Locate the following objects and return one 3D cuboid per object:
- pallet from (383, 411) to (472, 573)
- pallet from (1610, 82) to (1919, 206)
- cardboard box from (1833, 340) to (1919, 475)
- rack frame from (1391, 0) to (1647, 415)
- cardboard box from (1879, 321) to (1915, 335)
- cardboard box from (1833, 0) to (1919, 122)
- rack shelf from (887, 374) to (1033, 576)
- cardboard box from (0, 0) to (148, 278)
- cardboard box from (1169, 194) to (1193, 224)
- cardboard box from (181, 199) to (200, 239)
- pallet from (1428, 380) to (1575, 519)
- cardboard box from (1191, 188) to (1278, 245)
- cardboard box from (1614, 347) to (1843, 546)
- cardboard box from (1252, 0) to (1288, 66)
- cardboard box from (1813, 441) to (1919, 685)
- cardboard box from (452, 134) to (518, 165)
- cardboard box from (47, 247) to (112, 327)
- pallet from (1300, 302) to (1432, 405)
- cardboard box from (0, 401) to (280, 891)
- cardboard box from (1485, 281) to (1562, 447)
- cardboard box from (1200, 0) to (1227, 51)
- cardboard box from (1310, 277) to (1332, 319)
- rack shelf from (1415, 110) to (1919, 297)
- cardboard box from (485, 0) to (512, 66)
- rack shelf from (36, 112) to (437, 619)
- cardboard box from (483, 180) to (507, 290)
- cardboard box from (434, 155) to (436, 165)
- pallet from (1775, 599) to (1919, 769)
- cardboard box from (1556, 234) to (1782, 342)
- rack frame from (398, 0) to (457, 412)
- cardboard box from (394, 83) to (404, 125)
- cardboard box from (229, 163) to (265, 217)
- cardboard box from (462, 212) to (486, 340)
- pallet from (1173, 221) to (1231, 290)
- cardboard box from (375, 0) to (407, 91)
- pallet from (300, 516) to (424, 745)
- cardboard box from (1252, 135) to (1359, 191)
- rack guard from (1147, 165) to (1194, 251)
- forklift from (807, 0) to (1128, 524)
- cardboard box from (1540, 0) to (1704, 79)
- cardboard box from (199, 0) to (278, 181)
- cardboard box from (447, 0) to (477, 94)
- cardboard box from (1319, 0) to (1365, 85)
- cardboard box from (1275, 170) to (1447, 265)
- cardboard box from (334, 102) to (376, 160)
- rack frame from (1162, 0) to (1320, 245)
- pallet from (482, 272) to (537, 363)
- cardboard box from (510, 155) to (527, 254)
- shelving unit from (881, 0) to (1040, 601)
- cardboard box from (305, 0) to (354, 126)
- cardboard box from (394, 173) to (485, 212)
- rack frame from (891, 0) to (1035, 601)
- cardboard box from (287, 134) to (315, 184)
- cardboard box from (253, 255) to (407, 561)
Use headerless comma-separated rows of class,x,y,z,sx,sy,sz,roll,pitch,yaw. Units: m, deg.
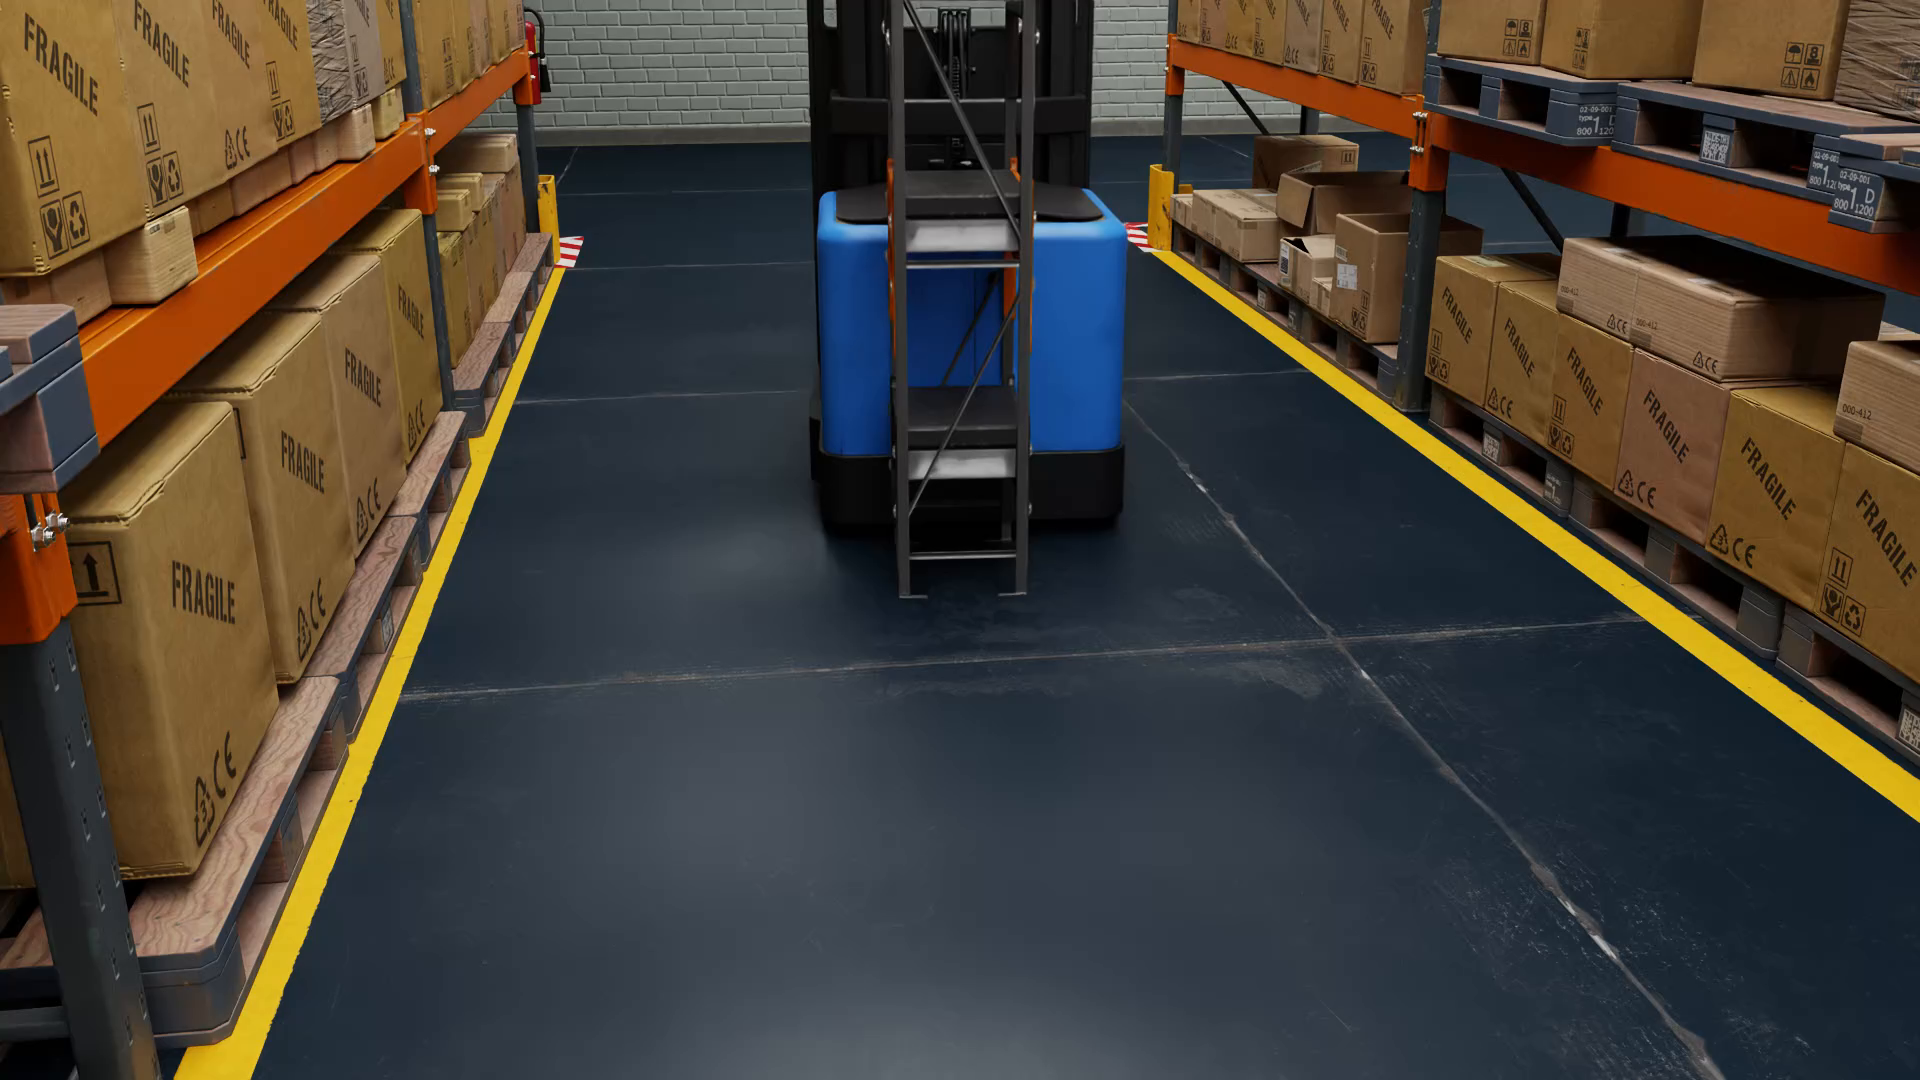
pallet,-2.324,-0.171,5.871,1.003,0.211,1.213,-3,21,-8
pallet,2.684,-1.190,4.888,1.003,0.211,1.213,-3,21,-8
cardboard box,2.589,-0.324,4.169,0.500,0.250,0.500,-2,21,-6
rack frame,2.392,-1.991,6.761,1.000,3.000,0.127,-3,21,-8
cardboard box,2.881,-0.525,5.778,0.500,0.500,0.500,-3,21,-7
cardboard box,2.823,-1.389,4.404,0.700,0.500,0.500,1,20,2
rack shelf,-0.008,-0.217,5.337,0.431,0.518,0.480,-1,21,-4
cardboard box,-1.750,-0.732,2.792,0.500,0.500,0.500,-2,21,-6
cardboard box,1.536,-2.085,10.456,0.380,0.149,0.250,-3,21,-8
cardboard box,-1.938,-0.727,3.706,0.380,0.149,0.250,-2,21,-7
pallet,2.547,-0.405,6.500,1.003,0.211,1.213,-3,21,-8
cardboard box,1.685,-1.919,9.867,0.500,0.250,0.500,-3,21,-8
cardboard box,2.445,-0.314,5.214,0.500,0.500,0.500,-4,21,-10
cardboard box,1.838,-2.731,8.597,0.500,0.500,0.500,-3,21,-7
cardboard box,2.601,0.047,4.248,0.500,0.500,0.500,-2,21,-6
cardboard box,-2.687,-2.182,9.317,0.380,0.149,0.250,-3,21,-8
cardboard box,-1.779,-0.460,2.992,0.380,0.149,0.250,-3,21,-7
pallet,2.294,-0.923,7.885,1.003,0.211,1.213,-3,21,-8
cardboard box,-1.909,0.194,3.382,0.750,0.750,0.750,-3,21,-8
cardboard box,2.308,-0.663,6.147,0.500,0.500,0.500,-3,21,-7
cardboard box,1.698,-3.078,9.527,0.500,0.500,0.500,-3,21,-8
cardboard box,1.916,-1.172,8.012,0.380,0.149,0.250,-3,21,-8
rack shelf,2.680,-0.962,5.032,1.077,0.370,4.000,-3,21,-8
cardboard box,-2.887,-2.838,8.599,0.980,0.700,0.700,-3,21,-8
rack shelf,-2.221,-0.711,4.360,1.077,0.370,4.000,-3,21,-8
cardboard box,-2.741,-1.566,8.595,0.700,0.500,0.500,-4,21,-10
cardboard box,-3.028,-2.075,9.031,0.380,0.149,0.250,-3,21,-8
pallet,2.898,0.440,4.238,1.003,0.211,1.213,-3,21,-8
cardboard box,2.365,-0.852,5.581,0.500,0.250,0.500,-3,21,-8
rack frame,-2.509,-1.740,6.088,1.000,3.000,0.127,-3,21,-8
cardboard box,-2.181,-1.529,5.854,0.380,0.149,0.250,-3,21,-7
cardboard box,-1.983,-0.903,4.178,0.380,0.149,0.250,-3,21,-7
cardboard box,-2.585,-1.204,7.625,0.700,0.500,0.500,-3,21,-8
pallet,1.942,-1.767,10.147,1.003,0.211,1.213,-3,21,-8
cardboard box,-2.194,-1.789,5.621,0.500,0.500,0.500,-3,21,-9
pallet,-2.145,0.253,4.738,1.003,0.211,1.213,-3,21,-8
cardboard box,2.137,-2.236,10.358,0.500,0.500,0.500,-3,21,-8
rack guard,1.826,-2.179,10.836,1.175,0.500,0.348,-3,21,-8
forklift,-0.054,-1.899,6.610,1.130,2.935,3.031,-1,21,-4
cardboard box,2.401,-1.825,5.571,0.700,0.500,0.500,0,20,1
cardboard box,-1.886,-1.086,3.739,0.500,0.500,0.500,-3,21,-8
cardboard box,-2.671,-2.322,7.218,0.980,0.700,0.700,-3,21,-9
cardboard box,1.990,-2.377,7.650,0.500,0.500,0.500,-2,21,-6
cardboard box,2.116,-1.678,8.861,0.797,0.503,0.637,-3,21,-8
cardboard box,-2.032,-1.262,5.140,0.380,0.149,0.250,-3,21,-8
rack frame,1.815,-3.376,10.469,1.000,3.000,0.127,-3,21,-8
pallet,-2.721,-1.124,8.425,1.003,0.211,1.213,-3,21,-8
cardboard box,-2.886,-1.914,9.525,0.700,0.500,0.500,-3,21,-8
shelving unit,-0.008,-0.886,5.087,0.431,2.100,0.503,-1,21,-4
cardboard box,-2.046,-1.438,4.683,0.500,0.500,0.500,-3,21,-8
cardboard box,-2.460,-1.642,7.872,0.380,0.149,0.250,-4,21,-9
rack frame,0.009,-0.801,4.859,0.400,2.100,0.015,-1,21,-4
cardboard box,-2.041,-1.087,4.670,0.380,0.149,0.250,-3,21,-9
cardboard box,-2.156,-0.404,4.982,0.750,0.750,0.750,-2,21,-6
